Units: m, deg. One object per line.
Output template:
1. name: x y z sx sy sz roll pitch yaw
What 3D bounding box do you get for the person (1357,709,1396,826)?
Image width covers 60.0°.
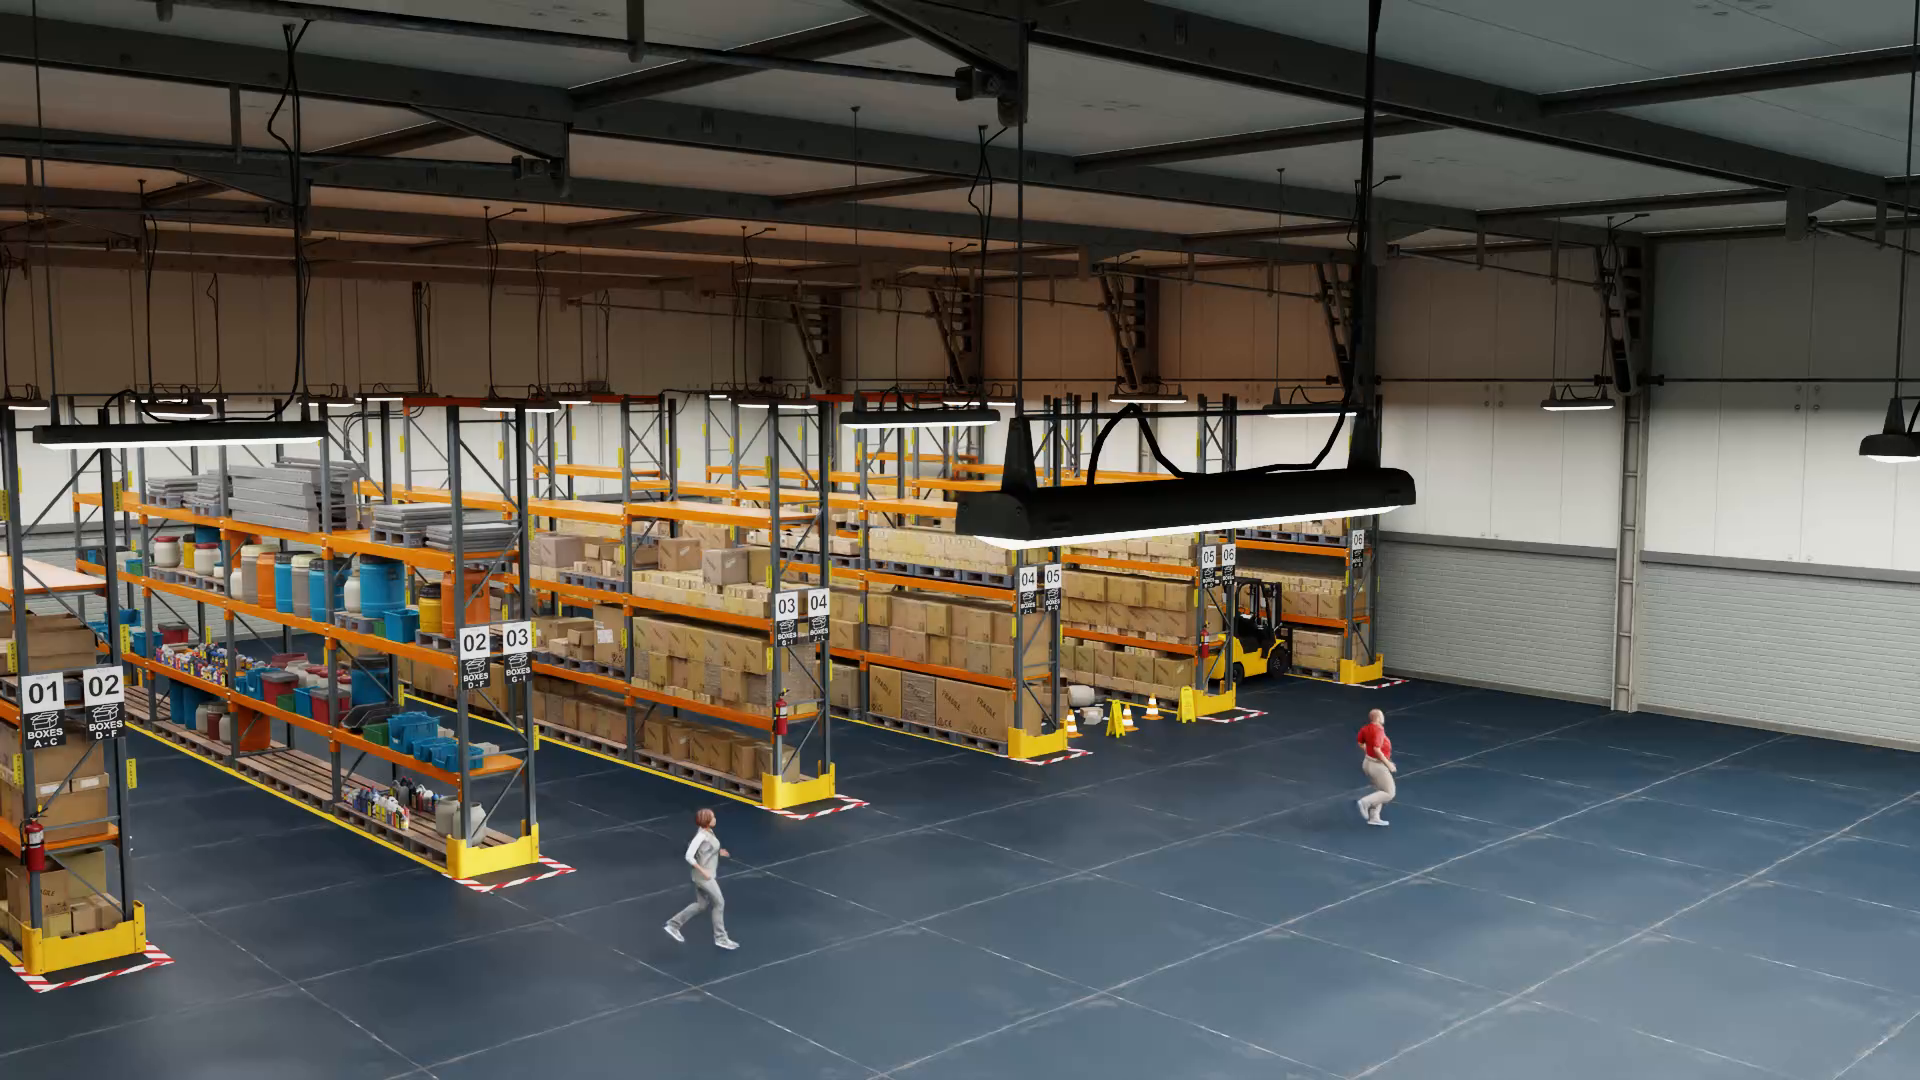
1. person: 5.869 3.228 23.564 0.603 1.688 0.665 -1 6 -14

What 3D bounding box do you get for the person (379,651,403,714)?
1. person: -10.136 2.643 29.396 0.840 1.708 0.566 4 7 37

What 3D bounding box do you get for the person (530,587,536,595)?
1. person: -10.373 1.585 40.377 0.700 1.785 0.808 5 8 43

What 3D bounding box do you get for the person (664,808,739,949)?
1. person: -2.874 3.756 18.444 0.815 1.606 0.526 -1 6 -11
